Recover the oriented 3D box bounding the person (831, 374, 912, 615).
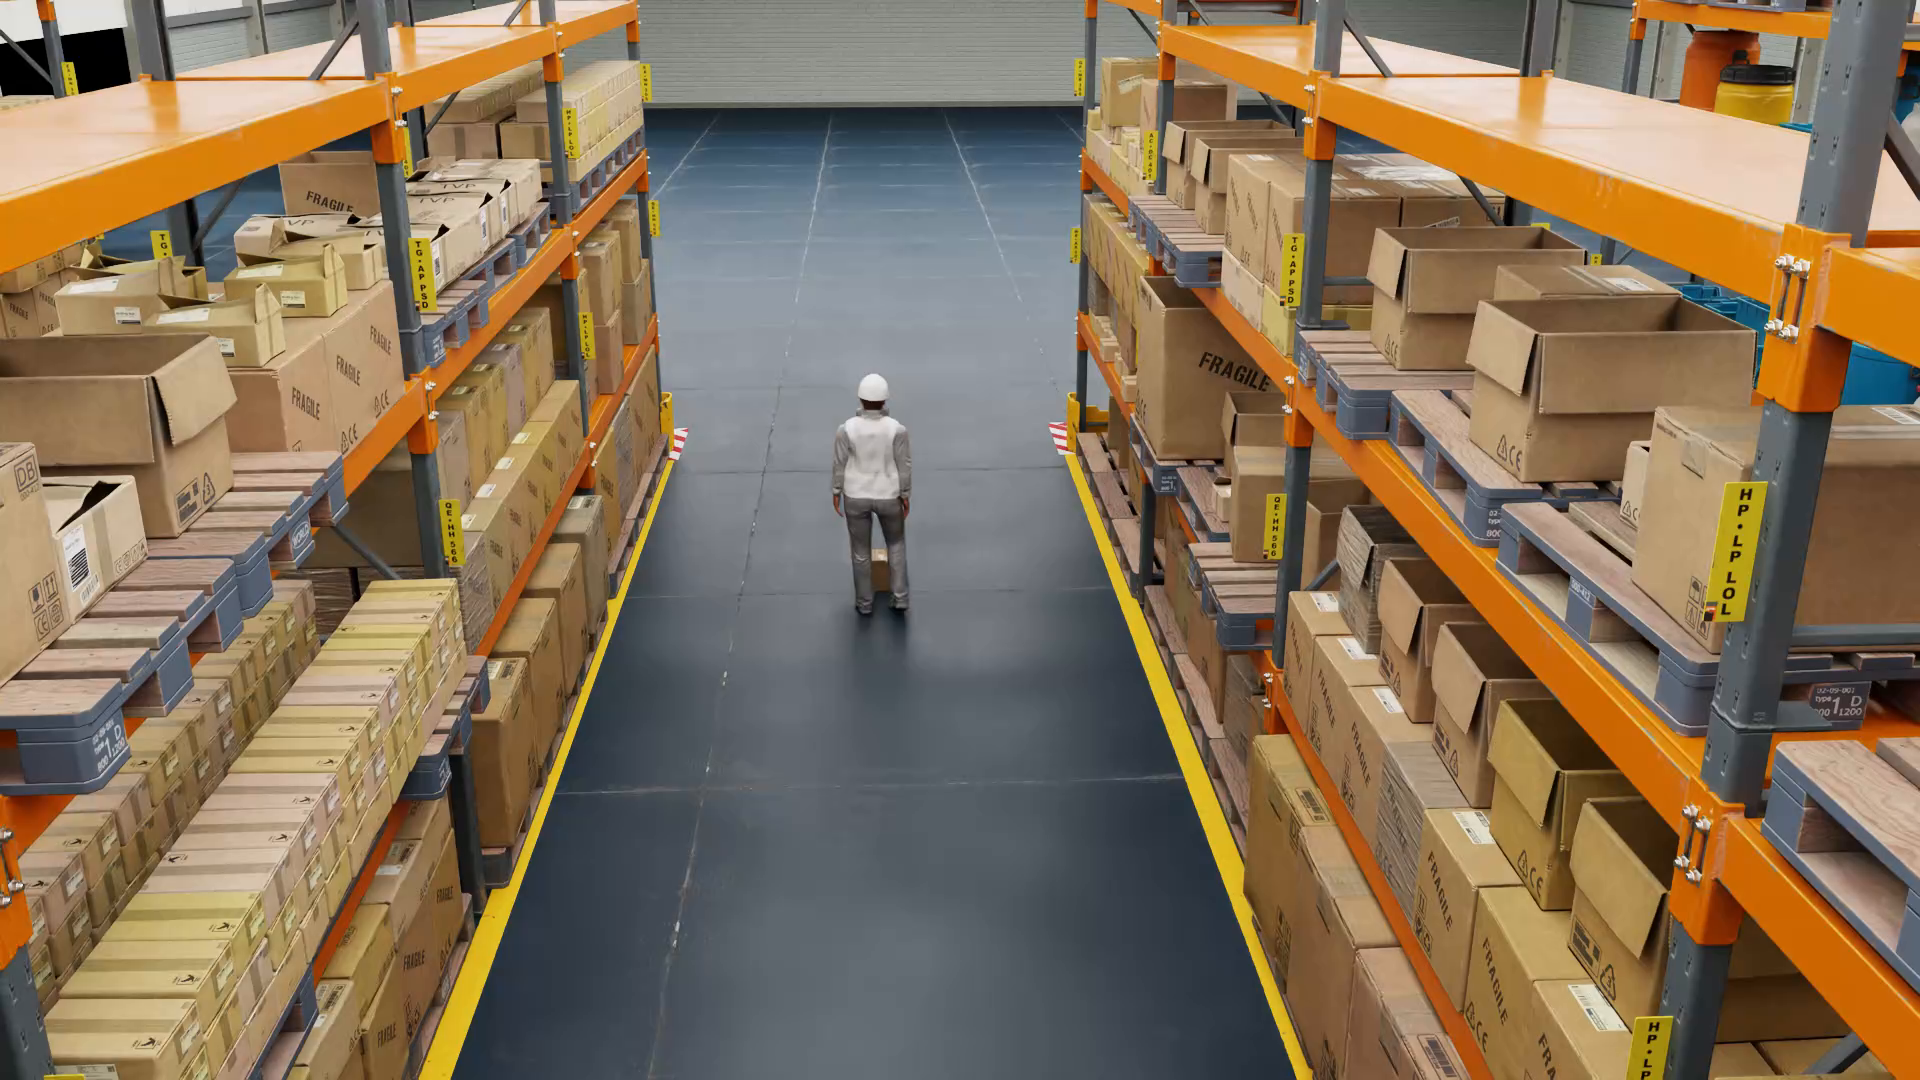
[{"bbox_3d":[-0.632,-0.314,11.904,0.575,1.800,0.372,-1,20,-2],"label":"person"}]
